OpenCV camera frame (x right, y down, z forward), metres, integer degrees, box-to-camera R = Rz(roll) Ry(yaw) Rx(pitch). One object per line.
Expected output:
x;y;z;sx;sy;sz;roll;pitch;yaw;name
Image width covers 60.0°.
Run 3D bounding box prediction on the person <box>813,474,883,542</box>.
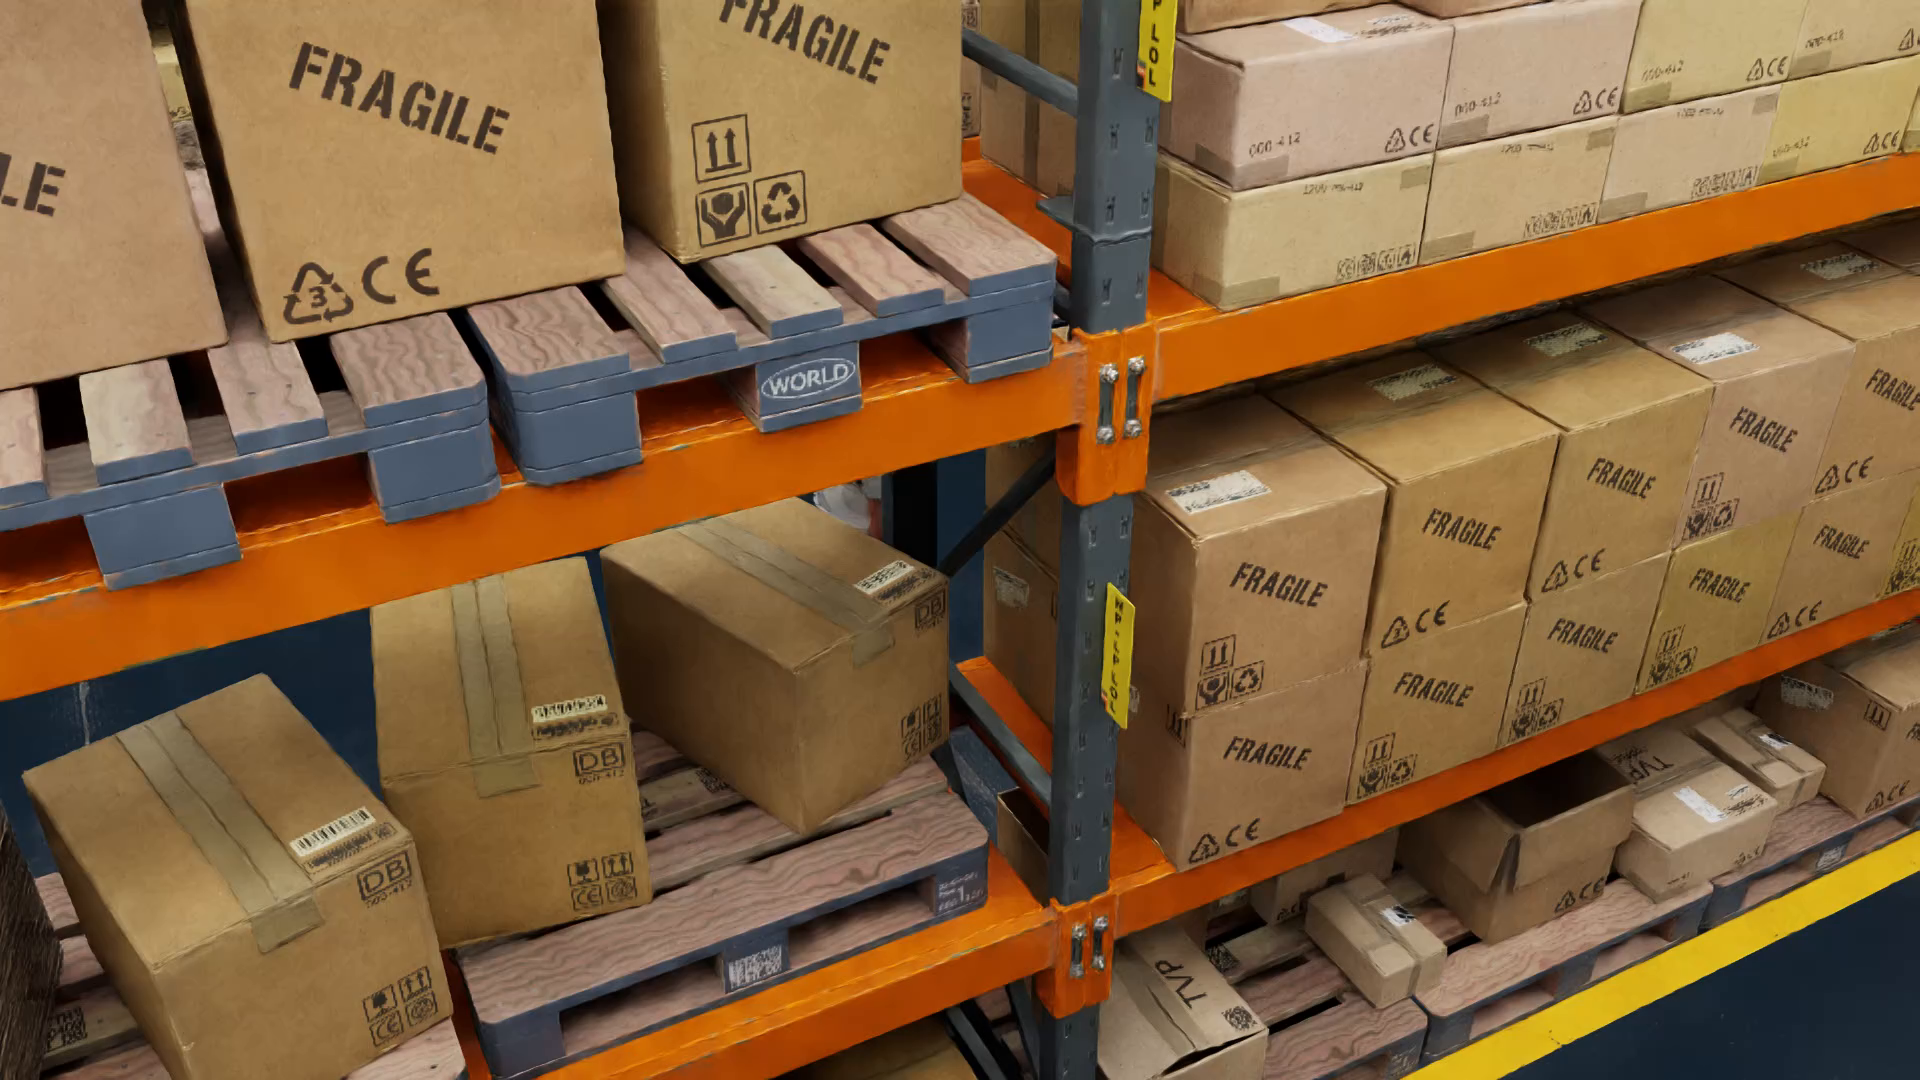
-0.482;0.017;6.076;0.771;1.767;0.554;-13;35;-20;person
